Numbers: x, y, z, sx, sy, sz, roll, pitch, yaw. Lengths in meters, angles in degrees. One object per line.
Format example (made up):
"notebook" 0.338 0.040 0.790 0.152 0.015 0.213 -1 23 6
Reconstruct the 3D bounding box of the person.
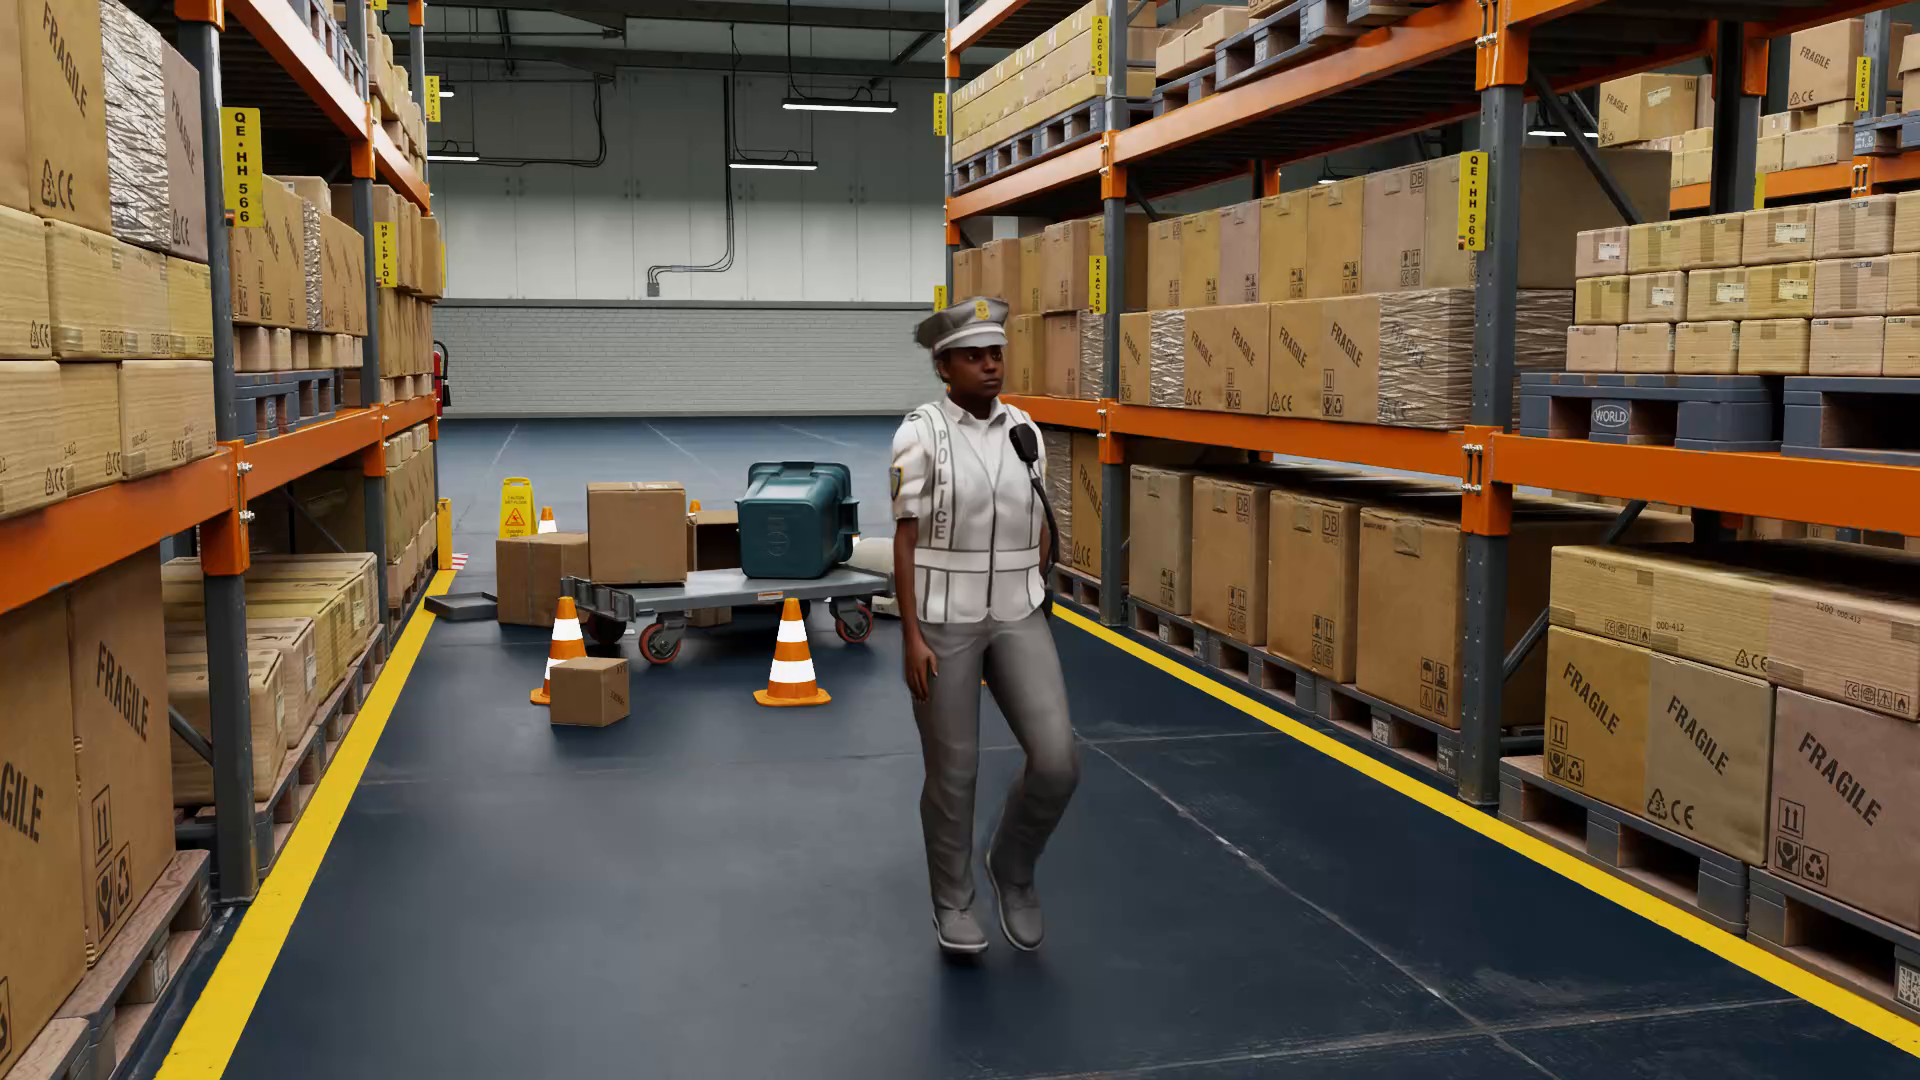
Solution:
"person" 0.057 0.240 4.246 0.454 1.710 0.435 -2 7 -19
